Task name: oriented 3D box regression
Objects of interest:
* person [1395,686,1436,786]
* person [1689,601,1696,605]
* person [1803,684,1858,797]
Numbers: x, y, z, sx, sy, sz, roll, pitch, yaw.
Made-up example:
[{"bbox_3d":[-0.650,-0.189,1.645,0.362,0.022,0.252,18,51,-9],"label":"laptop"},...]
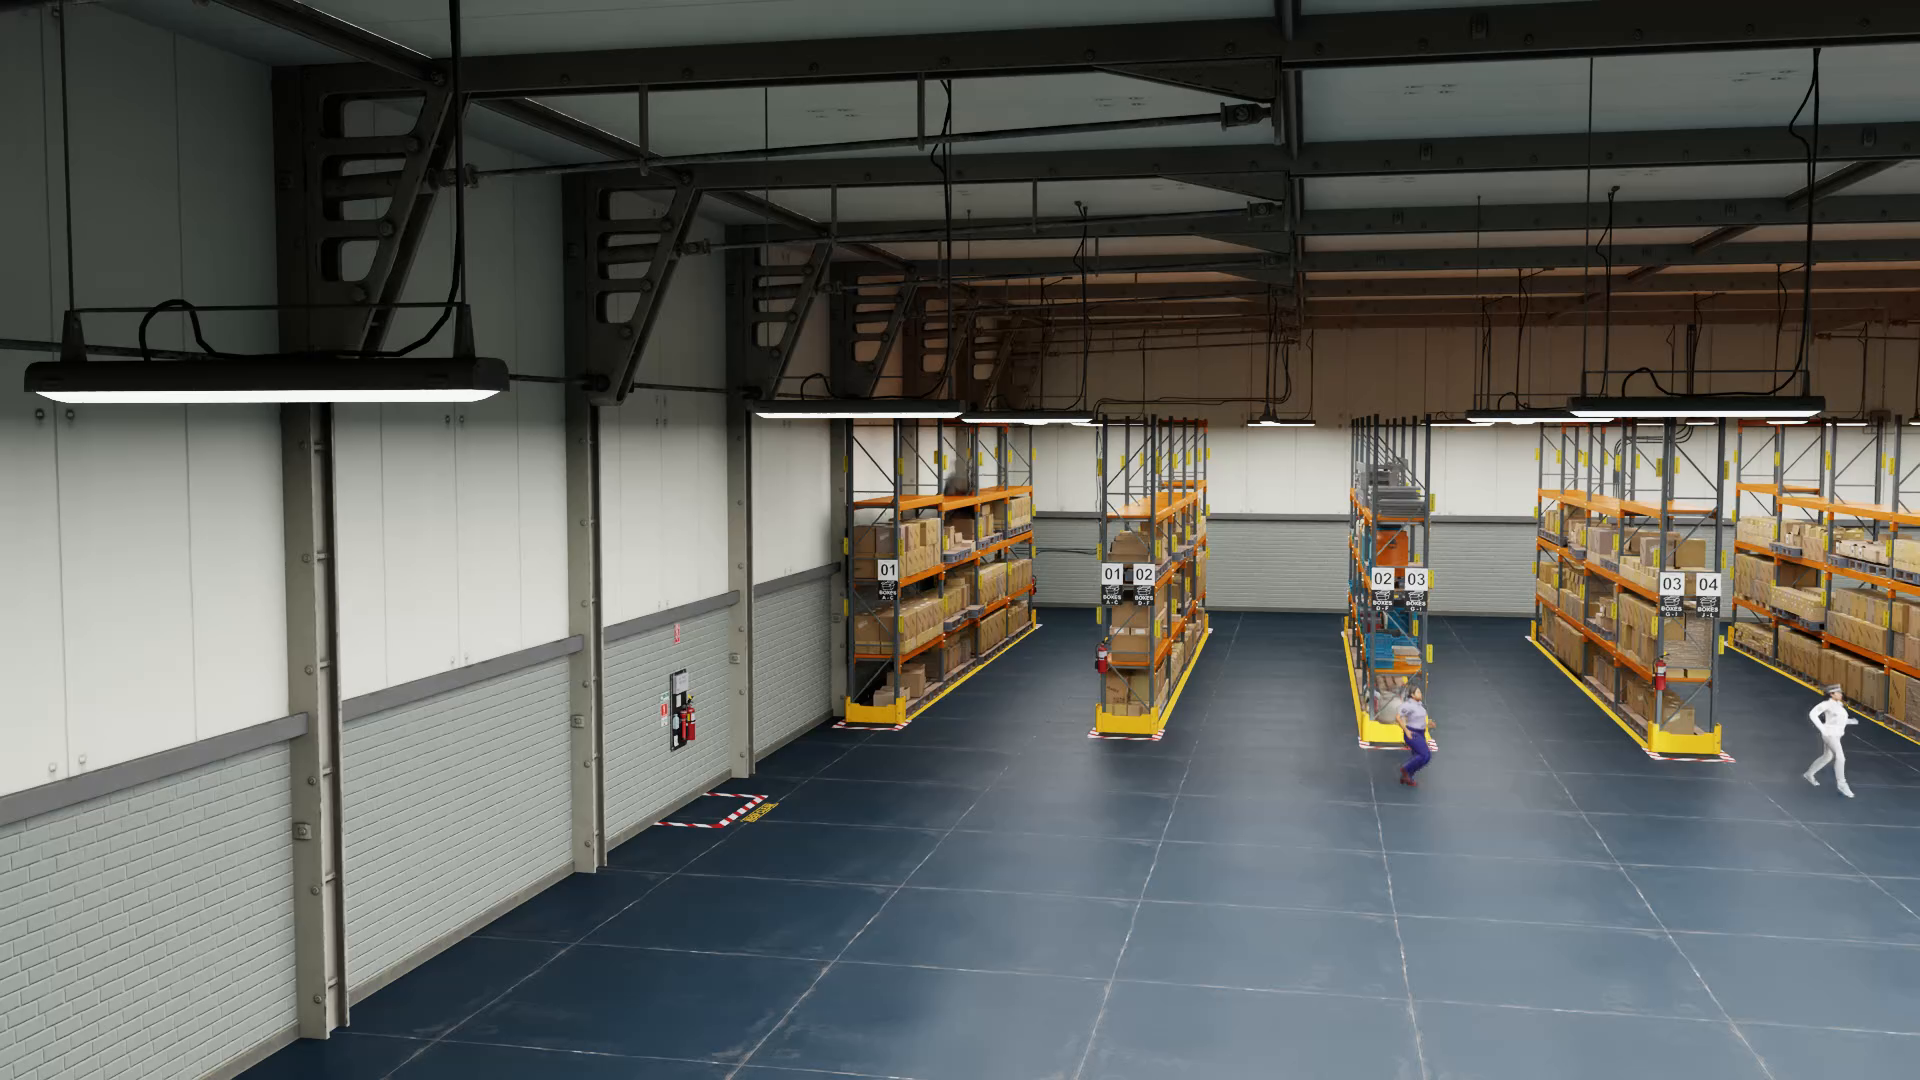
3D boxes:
[{"bbox_3d":[7.315,3.141,26.588,0.574,1.606,0.593,3,5,34],"label":"person"},{"bbox_3d":[18.826,2.030,42.622,0.680,1.720,0.634,2,4,22],"label":"person"},{"bbox_3d":[13.746,3.128,26.240,0.582,1.741,0.812,-3,5,-40],"label":"person"}]
